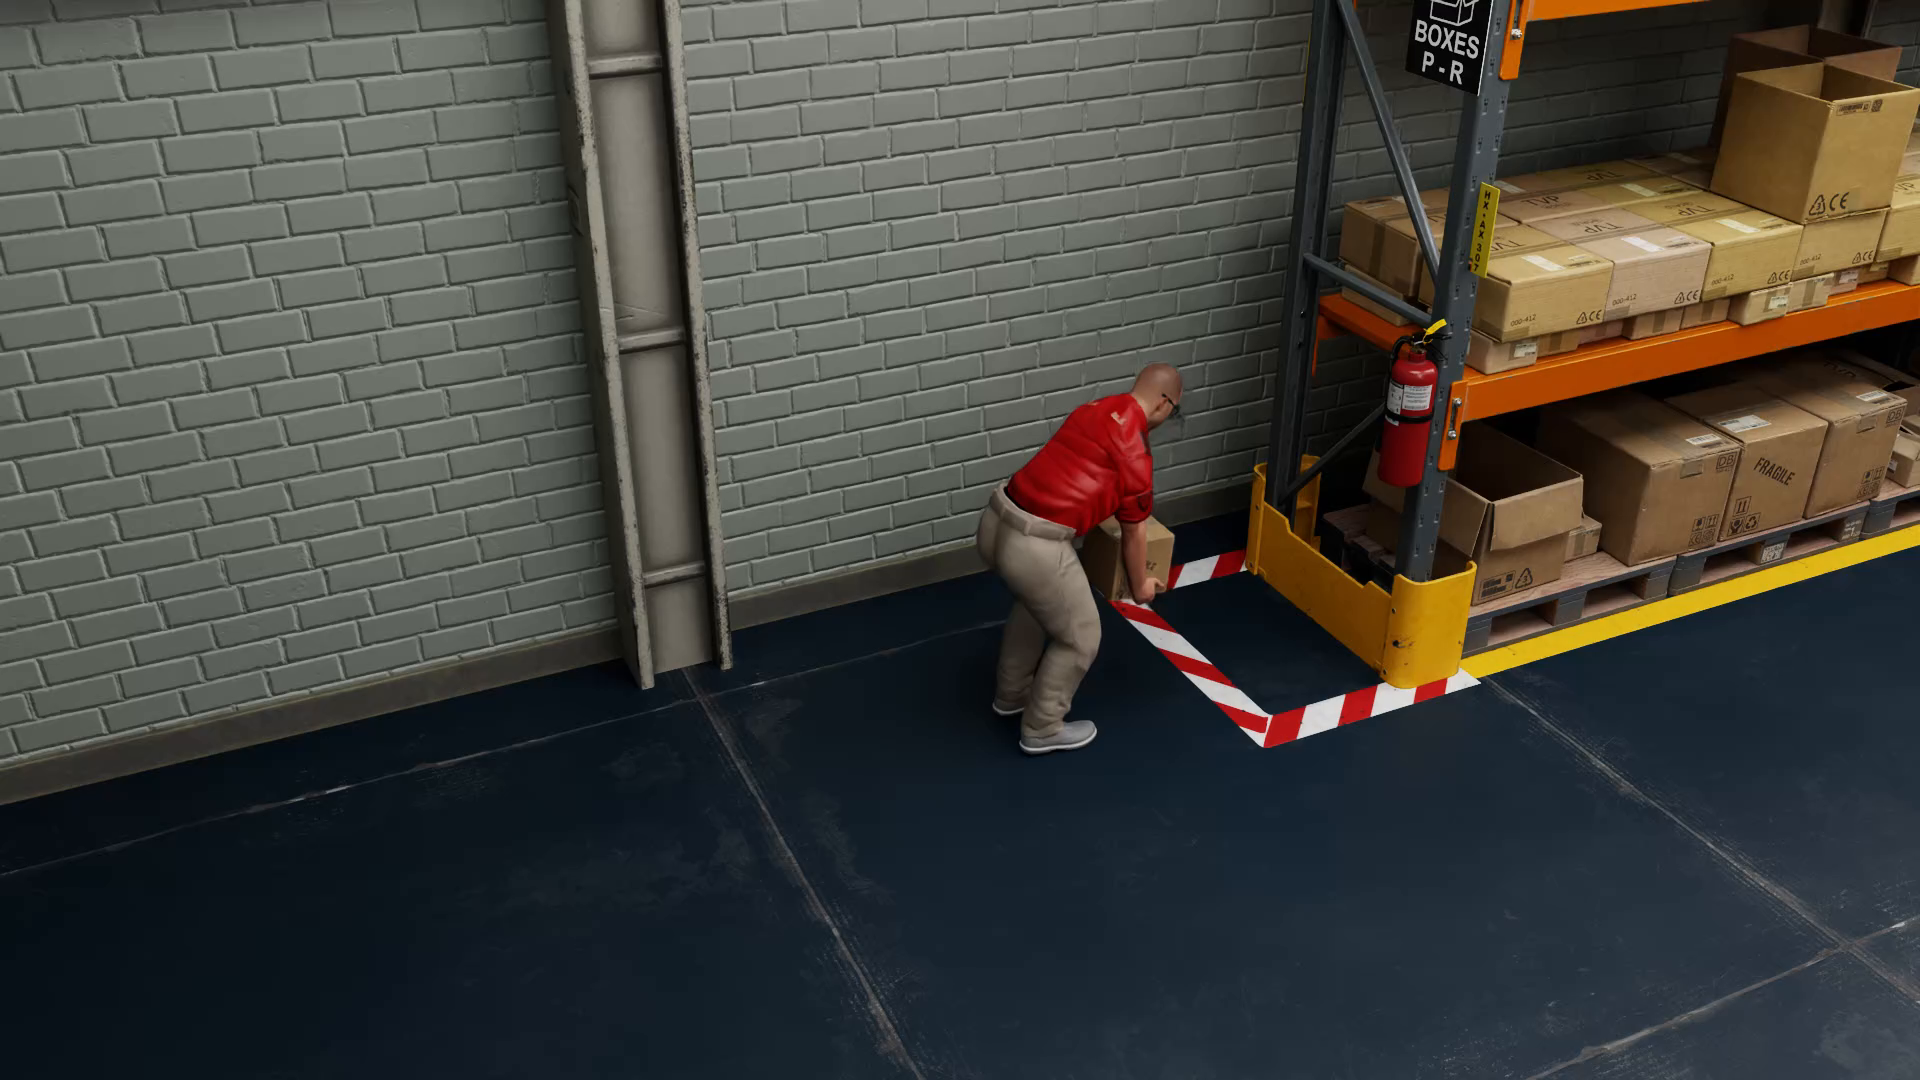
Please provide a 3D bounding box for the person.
[{"bbox_3d":[0.466,0.063,6.319,0.816,1.455,0.488,-14,32,-23],"label":"person"}]
